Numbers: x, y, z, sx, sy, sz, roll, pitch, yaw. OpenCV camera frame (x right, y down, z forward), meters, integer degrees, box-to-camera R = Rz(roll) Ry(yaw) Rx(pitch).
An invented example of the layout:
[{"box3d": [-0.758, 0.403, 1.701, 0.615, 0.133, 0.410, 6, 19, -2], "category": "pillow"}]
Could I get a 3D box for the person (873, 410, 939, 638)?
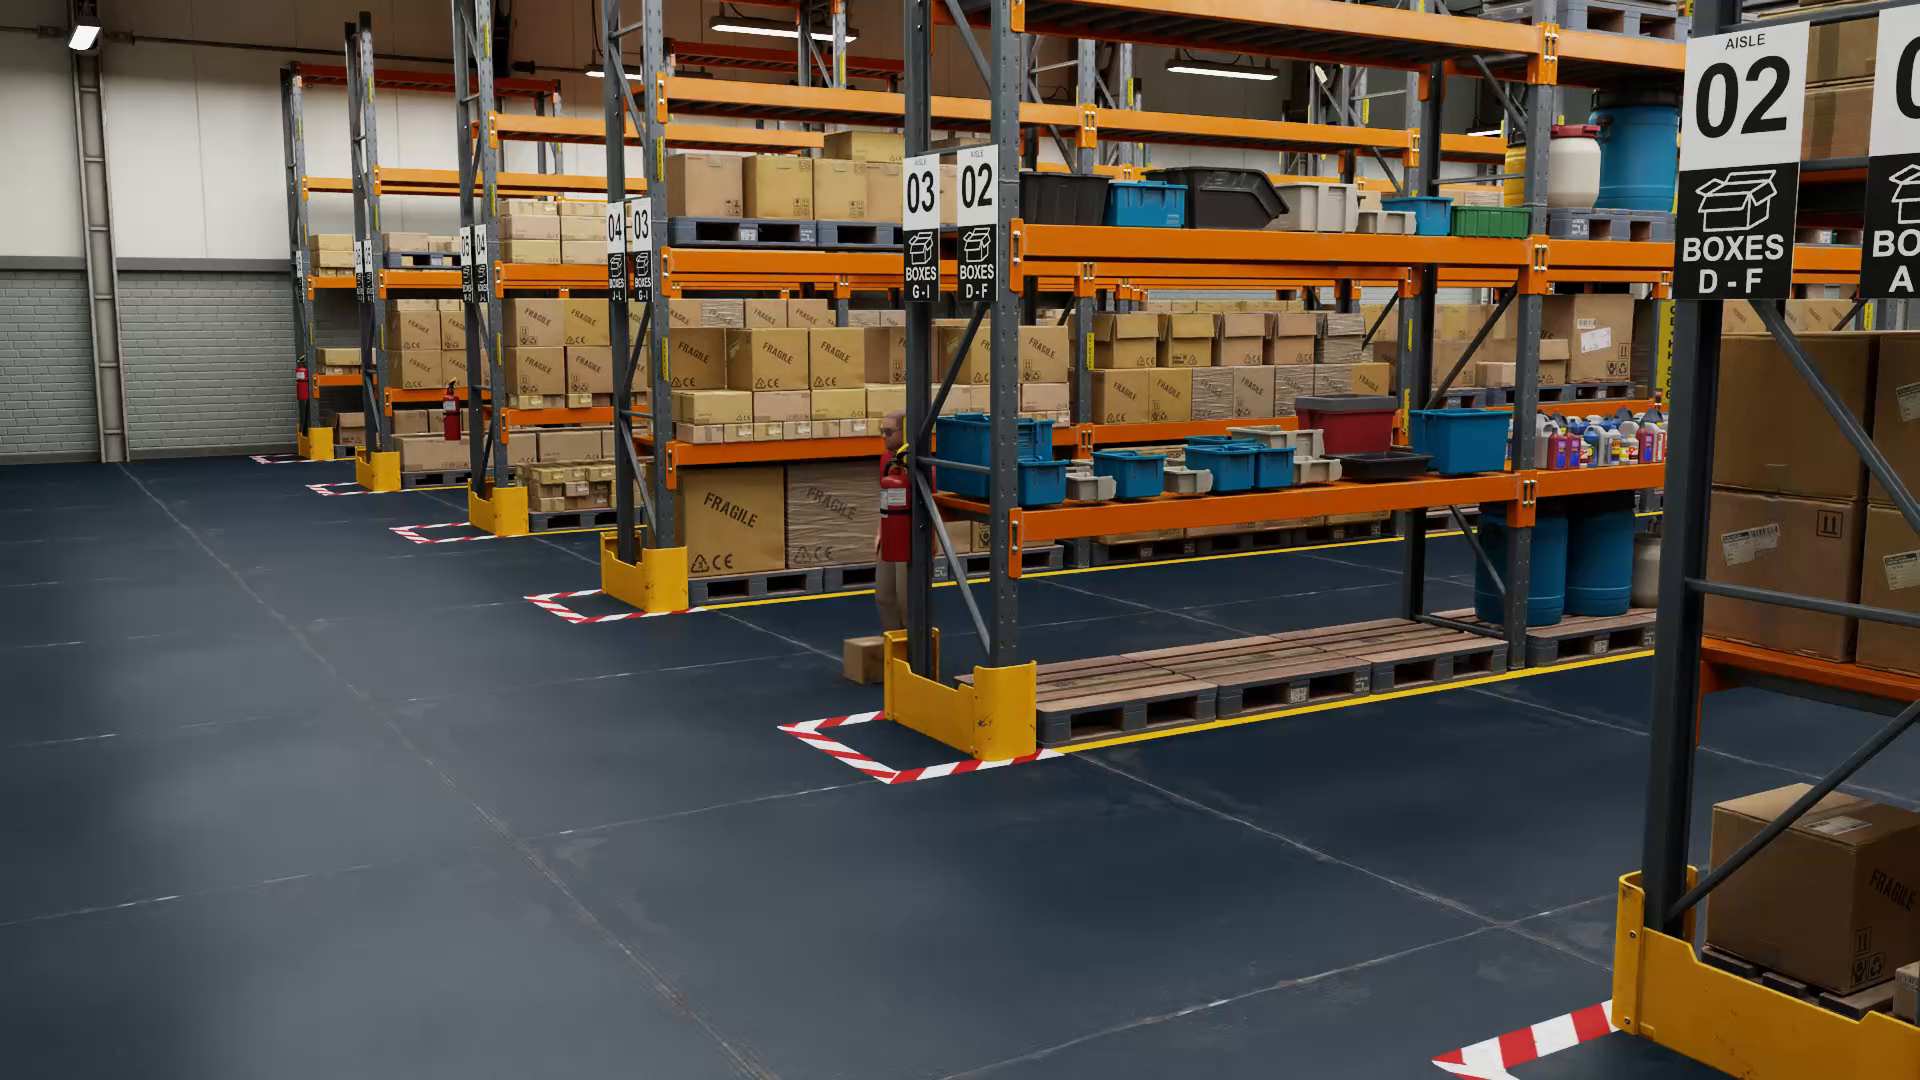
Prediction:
[{"box3d": [-0.362, 0.020, 10.729, 0.390, 1.726, 0.582, -5, 10, -33], "category": "person"}]
